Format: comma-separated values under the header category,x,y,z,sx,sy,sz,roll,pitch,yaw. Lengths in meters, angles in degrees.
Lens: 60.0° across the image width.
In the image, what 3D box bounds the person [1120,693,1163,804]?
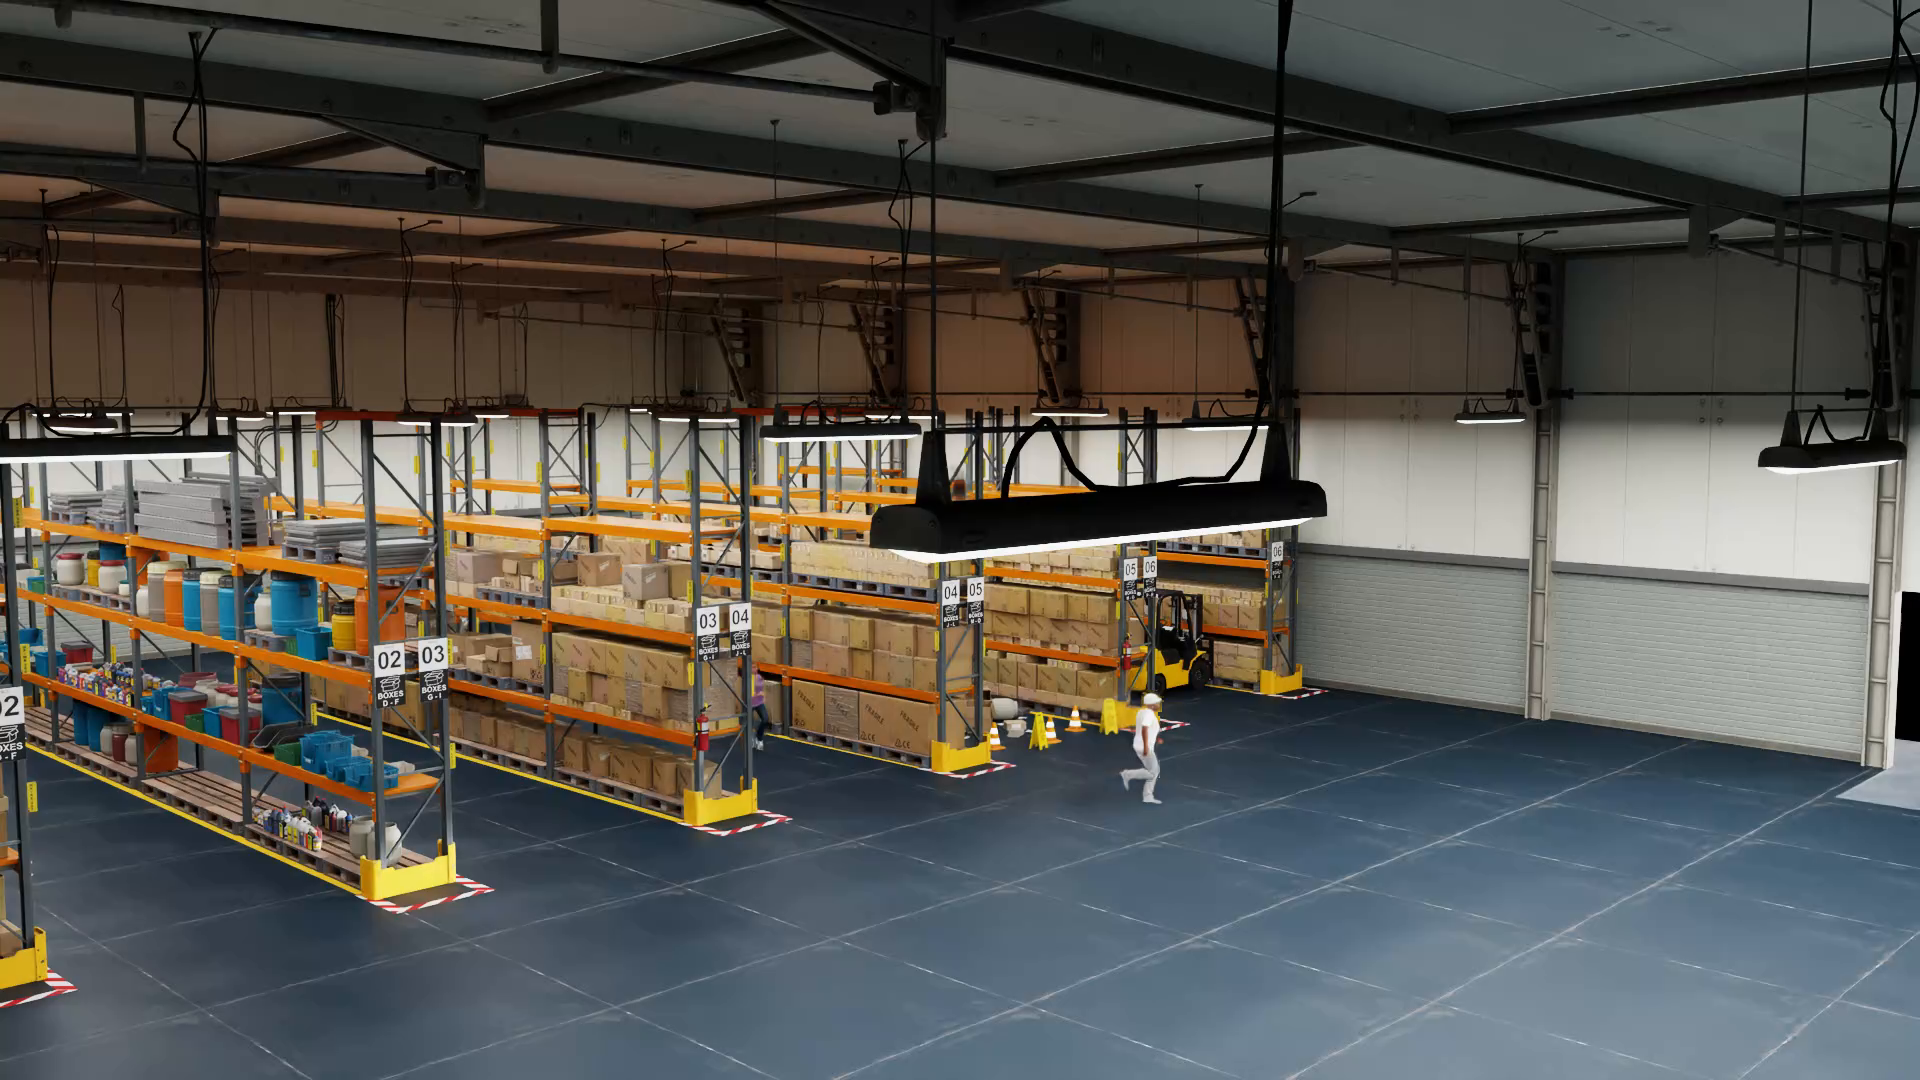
category,x,y,z,sx,sy,sz,roll,pitch,yaw
person,2.813,3.225,25.659,0.705,1.719,0.737,0,5,-5

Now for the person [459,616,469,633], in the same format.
category,x,y,z,sx,sy,sz,roll,pitch,yaw
person,-11.976,1.970,40.212,0.490,1.641,0.672,-2,6,-26

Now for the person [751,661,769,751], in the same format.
category,x,y,z,sx,sy,sz,roll,pitch,yaw
person,-3.618,2.933,29.360,0.507,1.604,0.667,-4,7,-41
